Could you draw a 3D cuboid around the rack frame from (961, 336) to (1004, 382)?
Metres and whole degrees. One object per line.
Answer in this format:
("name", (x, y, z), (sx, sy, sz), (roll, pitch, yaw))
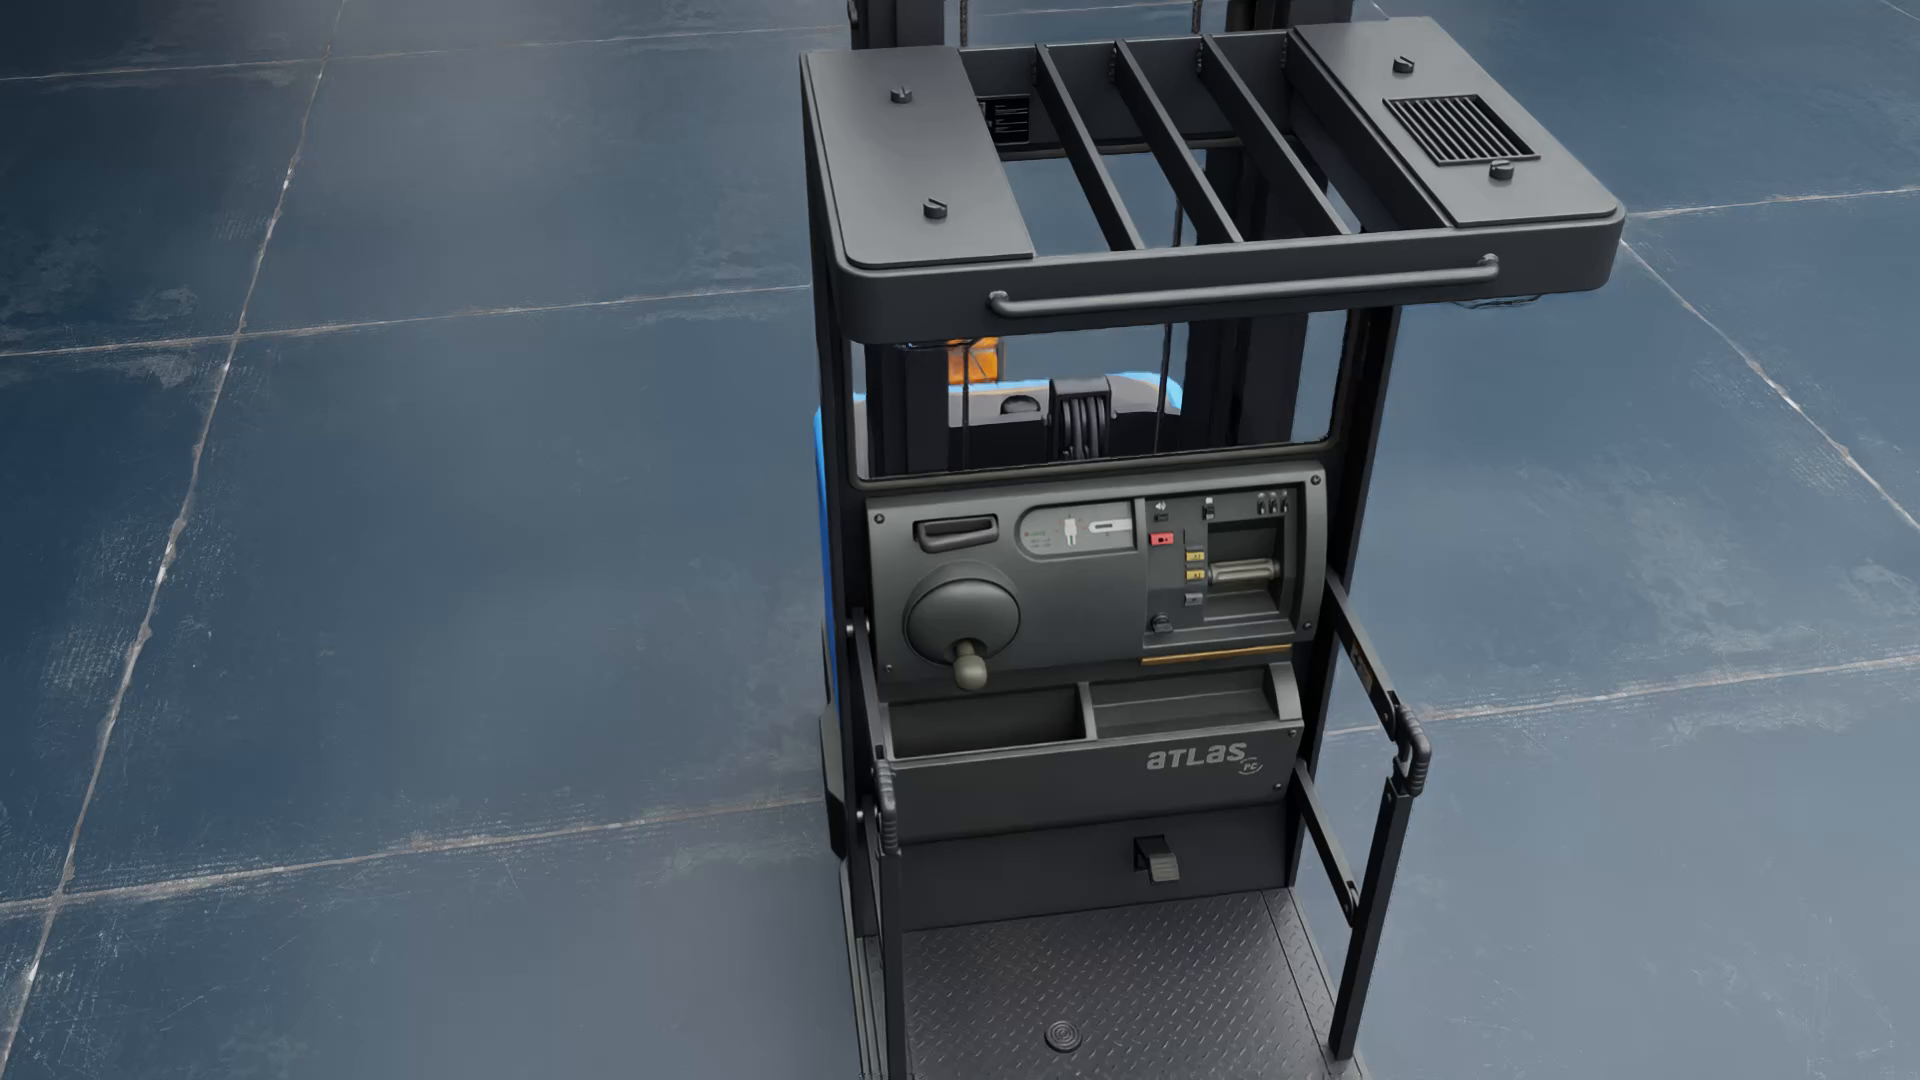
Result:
("rack frame", (0.019, -0.410, 5.300), (0.240, 1.200, 0.006), (-6, 38, -8))

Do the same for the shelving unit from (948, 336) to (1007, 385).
("shelving unit", (0.003, -0.465, 5.371), (0.258, 1.200, 0.189), (-6, 38, -8))

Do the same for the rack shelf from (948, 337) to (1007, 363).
("rack shelf", (0.003, -0.620, 5.251), (0.258, 0.103, 0.180), (-6, 38, -8))

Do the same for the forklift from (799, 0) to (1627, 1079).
("forklift", (0.316, 0.146, 3.174), (1.130, 2.935, 3.031), (-5, 38, -7))

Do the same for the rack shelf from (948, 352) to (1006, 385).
("rack shelf", (0.003, -0.525, 5.324), (0.258, 0.103, 0.180), (-6, 38, -8))
